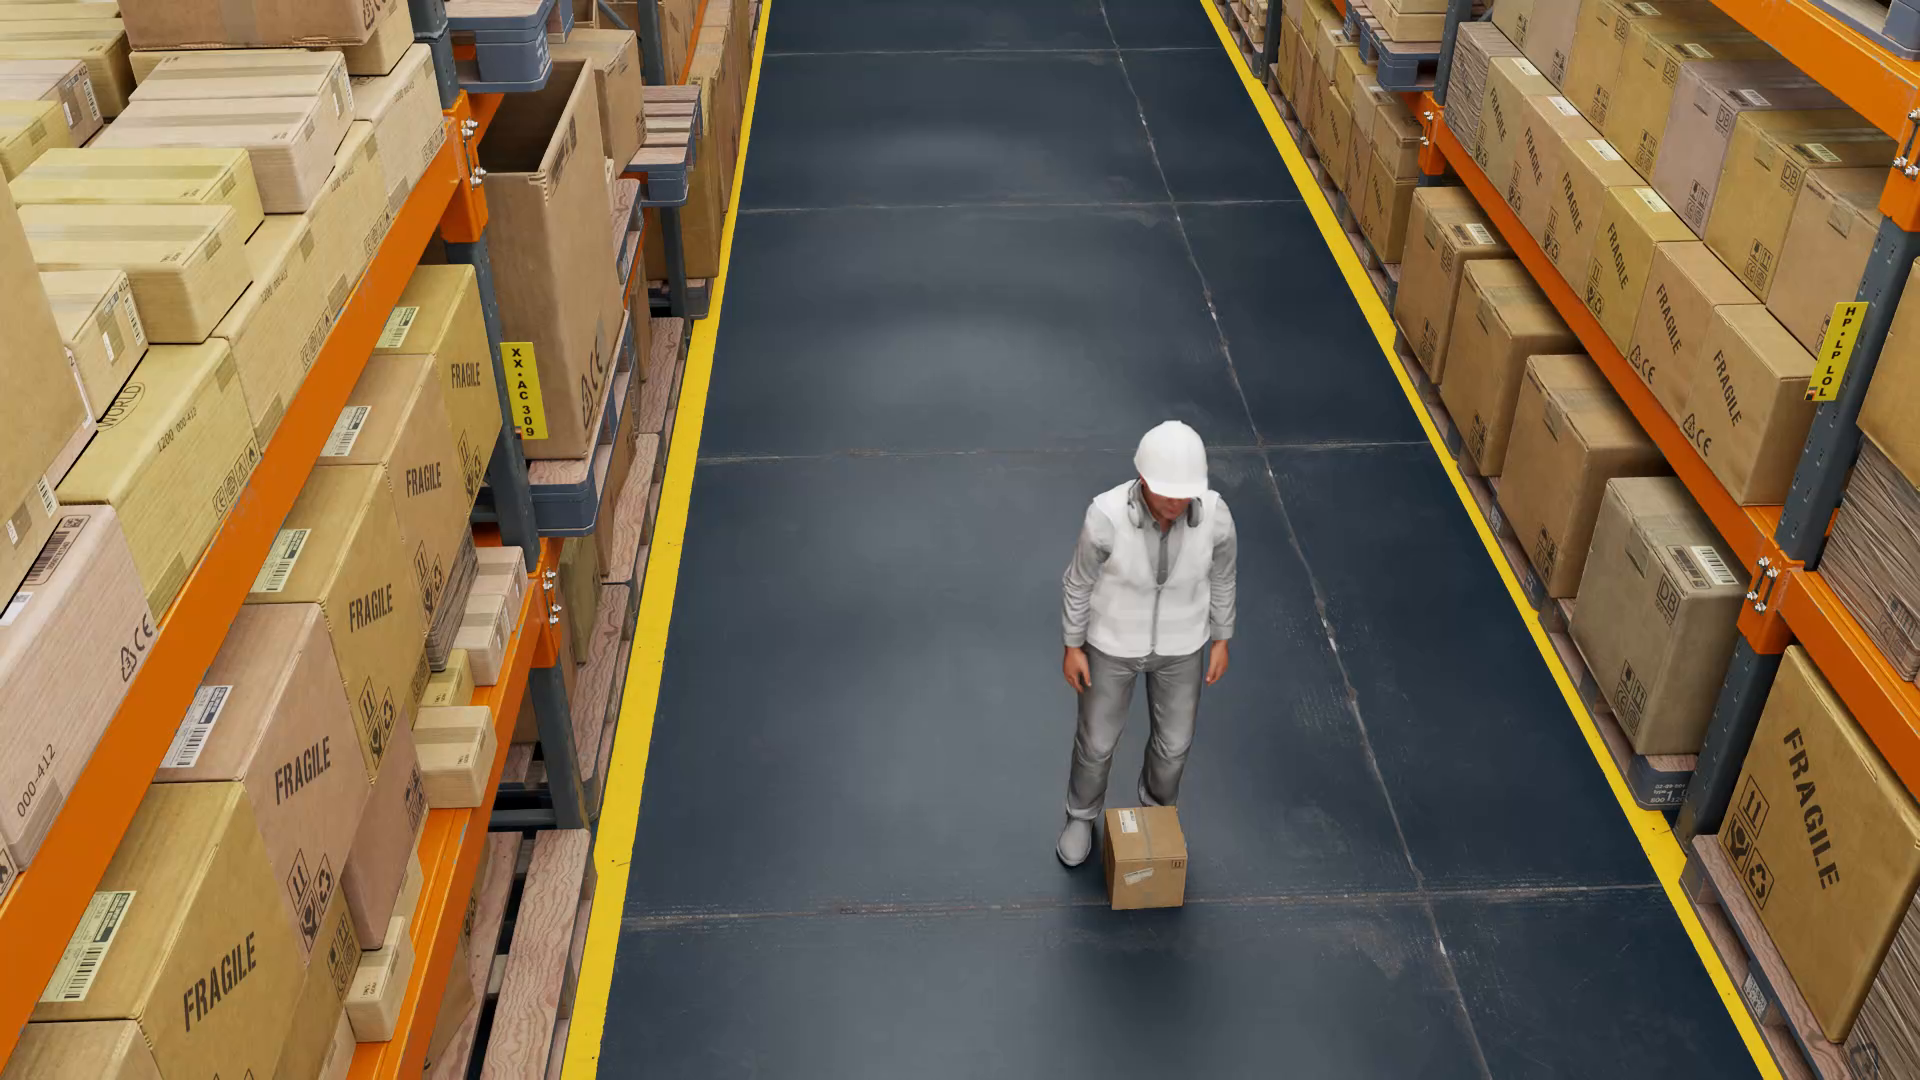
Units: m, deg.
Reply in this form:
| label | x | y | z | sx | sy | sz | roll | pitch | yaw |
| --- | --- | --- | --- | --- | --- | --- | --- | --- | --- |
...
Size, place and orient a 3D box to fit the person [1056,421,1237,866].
| label | x | y | z | sx | sy | sz | roll | pitch | yaw |
| --- | --- | --- | --- | --- | --- | --- | --- | --- | --- |
| person | 0.632 | 0.348 | 5.624 | 0.588 | 1.771 | 0.464 | -2 | 35 | -3 |
